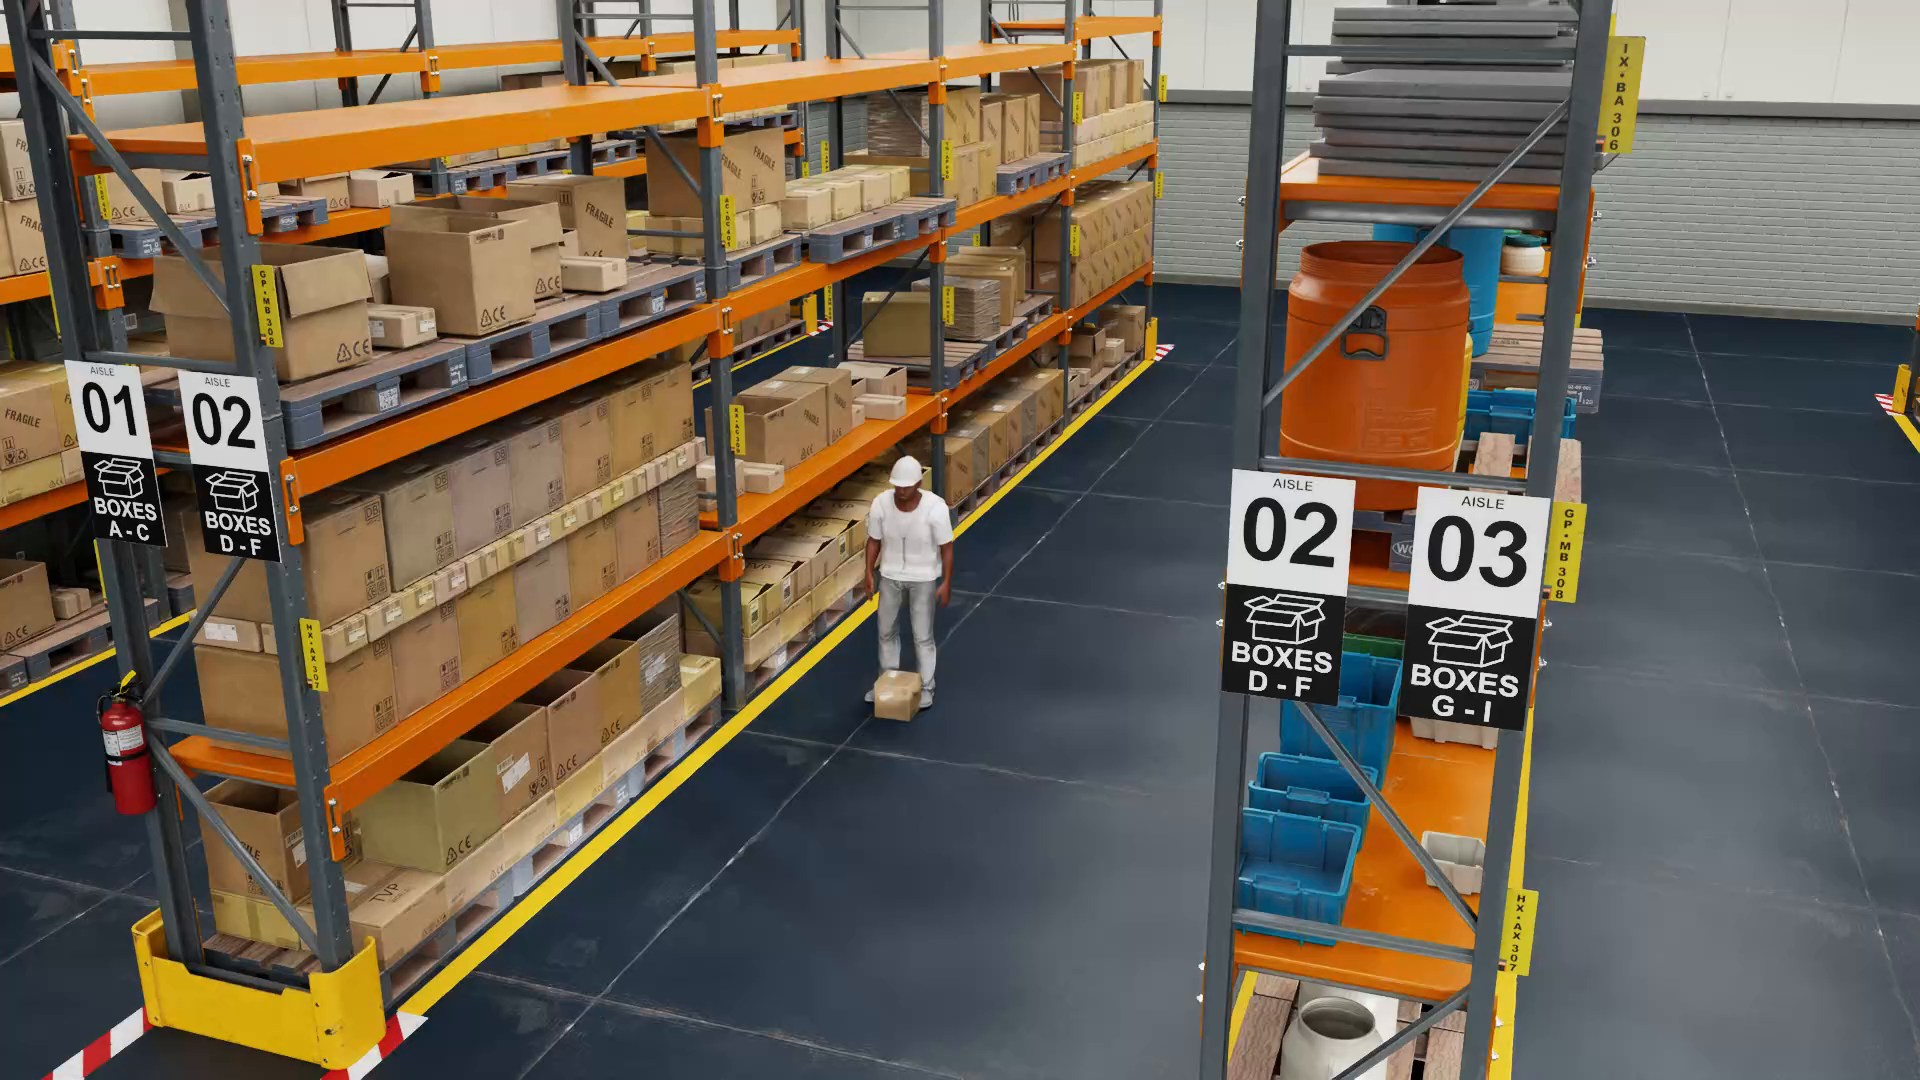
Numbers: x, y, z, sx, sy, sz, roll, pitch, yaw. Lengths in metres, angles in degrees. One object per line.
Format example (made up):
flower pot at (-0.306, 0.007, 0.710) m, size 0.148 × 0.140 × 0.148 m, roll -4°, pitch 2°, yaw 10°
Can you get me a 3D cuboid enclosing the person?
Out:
person at (-0.354, 0.268, 11.233) m, size 0.622 × 1.759 × 0.462 m, roll 5°, pitch 19°, yaw 16°
